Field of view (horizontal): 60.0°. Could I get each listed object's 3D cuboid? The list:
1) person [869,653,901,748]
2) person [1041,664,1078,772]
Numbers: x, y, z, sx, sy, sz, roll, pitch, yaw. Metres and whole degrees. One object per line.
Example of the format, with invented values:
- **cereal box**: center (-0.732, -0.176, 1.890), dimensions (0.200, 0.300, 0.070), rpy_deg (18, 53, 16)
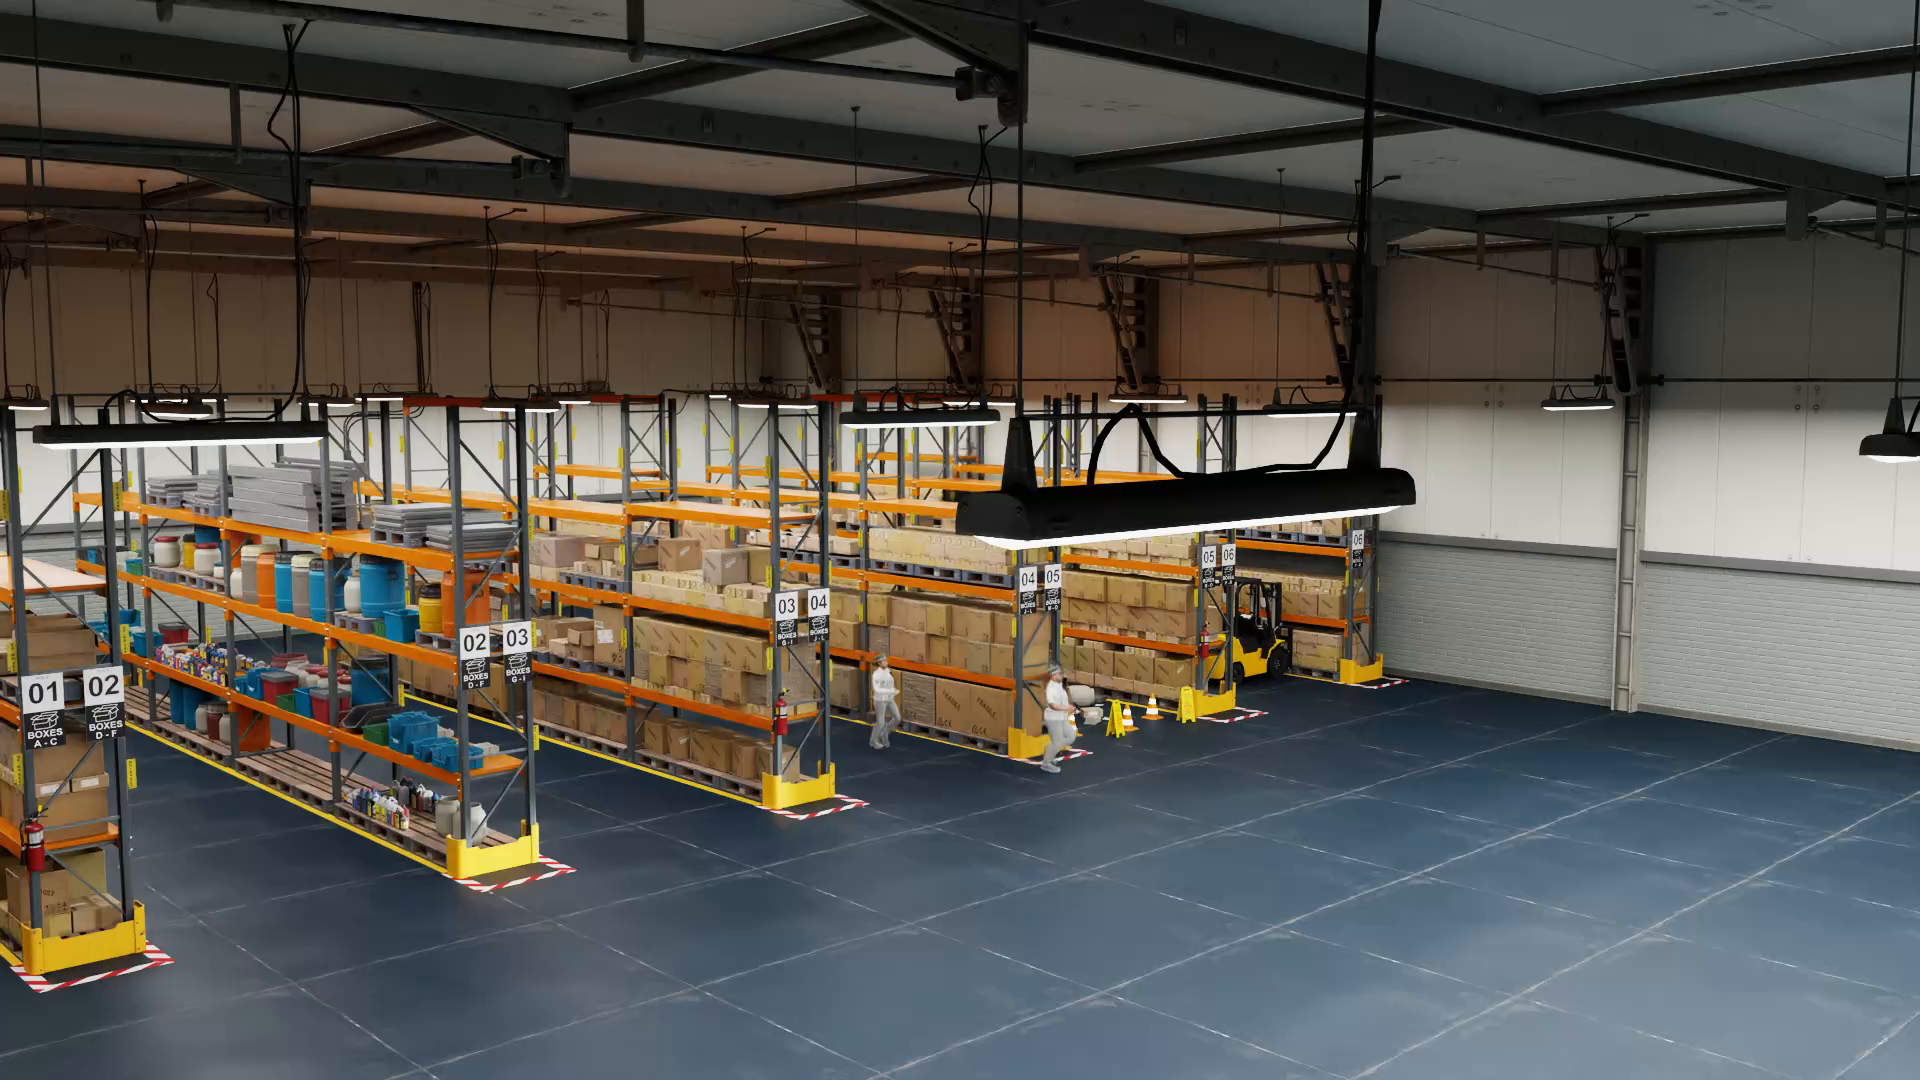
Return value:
- **person**: center (-1.270, 2.742, 28.403), dimensions (0.631, 1.661, 0.587), rpy_deg (4, 7, 36)
- **person**: center (1.610, 2.866, 26.827), dimensions (0.607, 1.743, 0.651), rpy_deg (1, 6, 15)
